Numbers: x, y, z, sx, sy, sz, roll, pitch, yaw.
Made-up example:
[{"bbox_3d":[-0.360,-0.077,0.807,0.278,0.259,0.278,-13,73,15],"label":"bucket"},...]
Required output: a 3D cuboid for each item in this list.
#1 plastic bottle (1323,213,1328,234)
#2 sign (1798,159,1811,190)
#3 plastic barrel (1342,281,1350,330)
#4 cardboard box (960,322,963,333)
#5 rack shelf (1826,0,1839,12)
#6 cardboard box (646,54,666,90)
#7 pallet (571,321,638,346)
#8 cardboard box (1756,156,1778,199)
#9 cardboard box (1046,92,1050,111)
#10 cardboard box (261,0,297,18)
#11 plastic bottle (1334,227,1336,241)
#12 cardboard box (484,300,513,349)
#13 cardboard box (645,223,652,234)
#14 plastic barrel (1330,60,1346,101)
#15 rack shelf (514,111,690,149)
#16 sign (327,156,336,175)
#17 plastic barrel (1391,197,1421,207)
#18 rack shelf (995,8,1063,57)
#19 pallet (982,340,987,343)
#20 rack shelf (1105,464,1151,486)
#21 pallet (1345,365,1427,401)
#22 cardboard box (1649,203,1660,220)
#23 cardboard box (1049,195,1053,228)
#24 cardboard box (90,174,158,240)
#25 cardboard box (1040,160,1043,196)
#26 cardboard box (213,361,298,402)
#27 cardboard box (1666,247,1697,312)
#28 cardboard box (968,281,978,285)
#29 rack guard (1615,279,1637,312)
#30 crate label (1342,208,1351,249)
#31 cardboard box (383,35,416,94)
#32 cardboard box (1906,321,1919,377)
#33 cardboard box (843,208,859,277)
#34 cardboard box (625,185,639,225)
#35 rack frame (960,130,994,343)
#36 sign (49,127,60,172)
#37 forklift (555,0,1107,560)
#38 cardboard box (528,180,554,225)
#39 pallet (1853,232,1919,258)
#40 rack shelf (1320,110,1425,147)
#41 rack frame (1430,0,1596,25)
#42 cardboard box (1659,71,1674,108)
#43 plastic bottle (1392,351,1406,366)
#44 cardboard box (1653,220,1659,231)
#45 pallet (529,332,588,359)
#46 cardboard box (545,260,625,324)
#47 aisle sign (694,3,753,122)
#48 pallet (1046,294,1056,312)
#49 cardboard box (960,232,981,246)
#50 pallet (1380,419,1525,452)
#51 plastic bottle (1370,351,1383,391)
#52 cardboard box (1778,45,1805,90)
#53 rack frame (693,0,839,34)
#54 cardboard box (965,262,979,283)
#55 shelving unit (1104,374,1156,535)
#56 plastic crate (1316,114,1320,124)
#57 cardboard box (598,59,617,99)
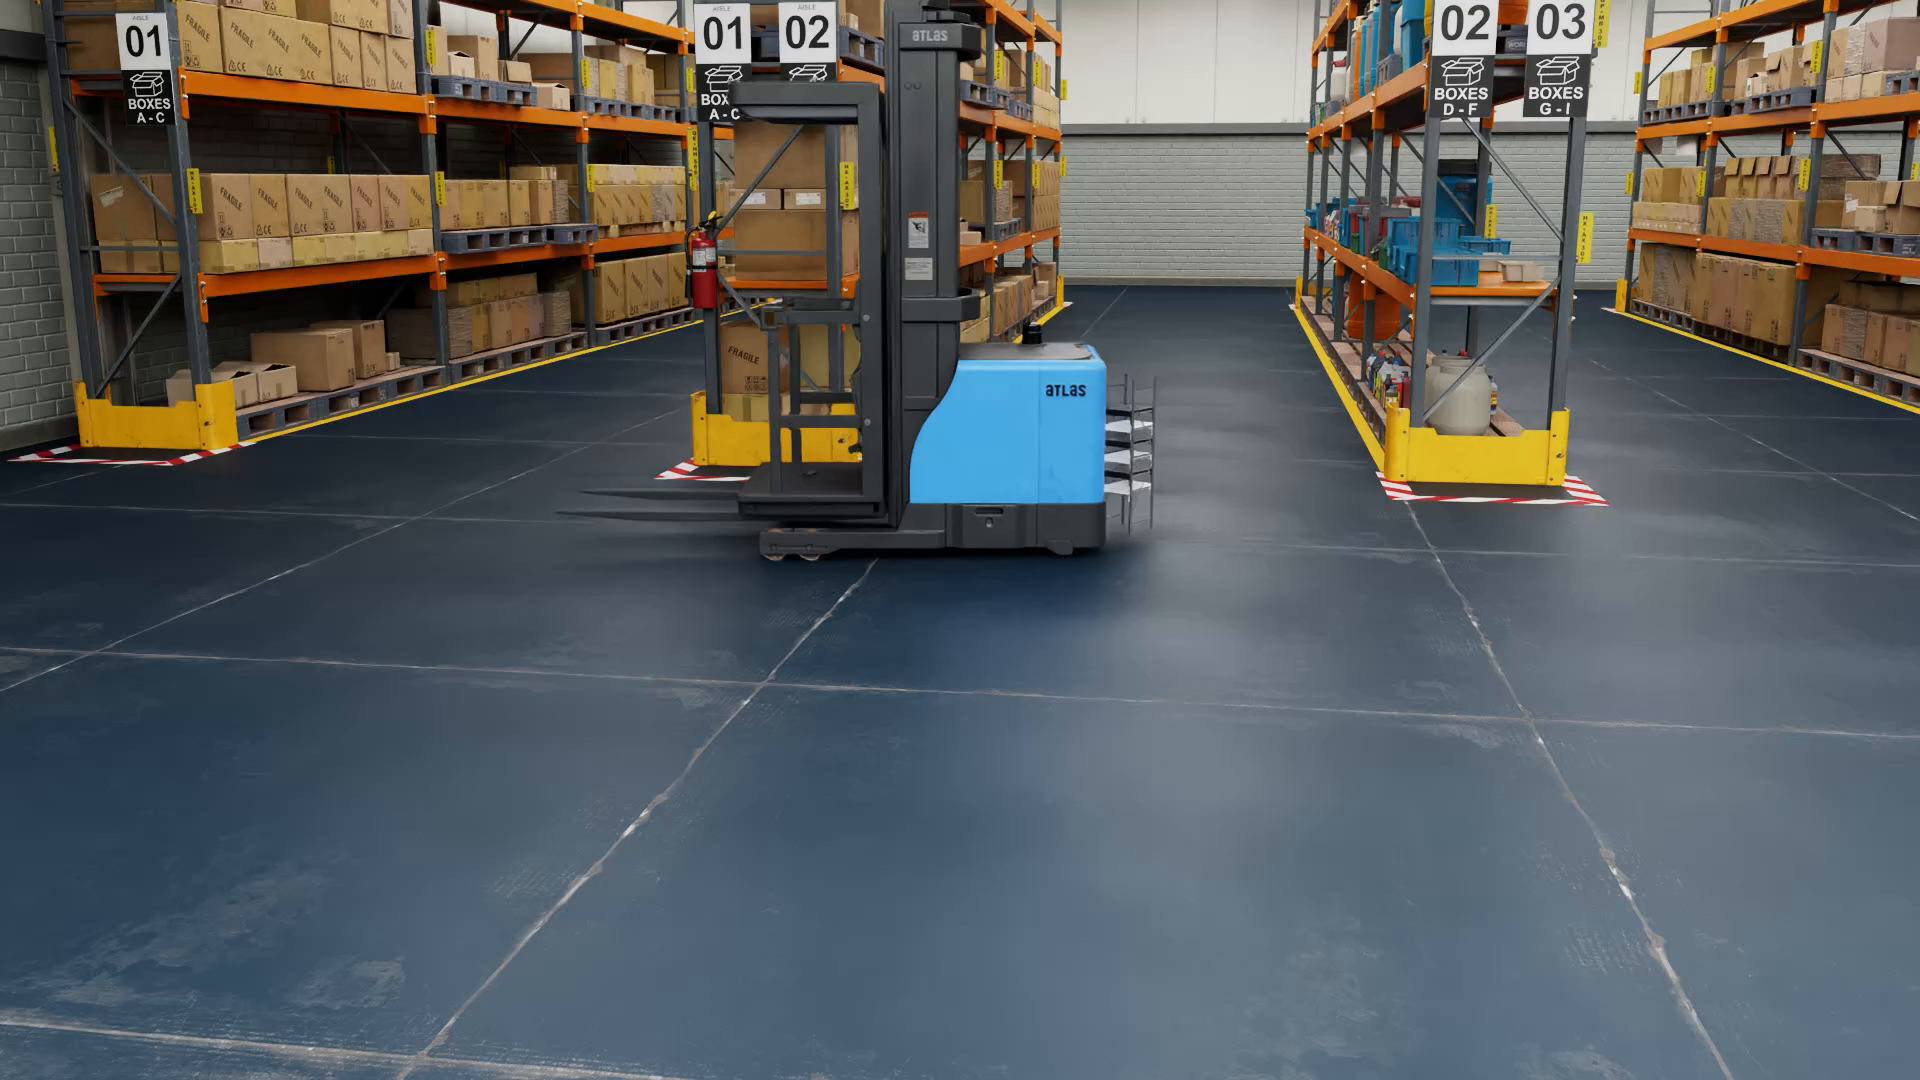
[{"bbox_3d":[4.926,-4.247,22.358,0.061,0.283,0.133,2,12,9],"label":"plastic bottle"},{"bbox_3d":[9.134,-3.957,17.986,0.100,0.325,0.005,2,12,9],"label":"sign"},{"bbox_3d":[5.021,-2.898,20.548,0.600,0.588,0.708,2,12,9],"label":"plastic barrel"},{"bbox_3d":[-0.250,-2.288,17.188,0.500,0.311,0.500,1,12,7],"label":"cardboard box"},{"bbox_3d":[9.375,-5.343,15.582,1.077,0.370,4.000,2,12,9],"label":"rack shelf"},{"bbox_3d":[-4.508,-6.855,24.401,0.500,0.500,0.500,2,12,8],"label":"cardboard box"},{"bbox_3d":[-4.805,-2.654,21.306,1.003,0.211,1.213,2,12,9],"label":"pallet"},{"bbox_3d":[10.011,-4.340,19.893,0.797,0.503,0.637,2,12,10],"label":"cardboard box"},{"bbox_3d":[1.071,-6.571,24.911,0.500,0.250,0.500,2,12,9],"label":"cardboard box"},{"bbox_3d":[-5.737,-4.486,13.410,0.500,0.500,0.500,2,12,10],"label":"cardboard box"},{"bbox_3d":[4.591,-3.728,20.144,0.097,0.201,0.097,0,12,0],"label":"plastic bottle"},{"bbox_3d":[-5.370,-2.383,18.322,0.700,0.500,0.500,2,12,9],"label":"cardboard box"},{"bbox_3d":[-4.396,-4.232,22.560,0.380,0.149,0.250,2,12,7],"label":"cardboard box"},{"bbox_3d":[5.075,-6.003,21.791,0.433,0.535,0.433,0,12,0],"label":"plastic barrel"},{"bbox_3d":[-4.693,-5.386,21.953,1.077,0.370,4.000,2,12,9],"label":"rack shelf"},{"bbox_3d":[-6.164,-3.606,16.356,0.100,0.325,0.005,2,12,9],"label":"sign"},{"bbox_3d":[5.017,-3.494,18.264,0.600,0.536,0.708,2,12,9],"label":"plastic barrel"},{"bbox_3d":[0.818,-7.524,24.760,1.077,0.370,4.000,2,12,9],"label":"rack shelf"},{"bbox_3d":[-0.270,-2.162,19.025,1.003,0.211,1.213,2,12,9],"label":"pallet"},{"bbox_3d":[0.977,-0.379,9.703,0.200,0.077,0.258,10,16,39],"label":"rack shelf"},{"bbox_3d":[4.256,-1.503,15.967,1.003,0.211,1.213,2,12,9],"label":"pallet"},{"bbox_3d":[10.418,-4.807,24.328,0.500,0.250,0.500,1,12,7],"label":"cardboard box"},{"bbox_3d":[1.167,-5.096,25.781,0.500,0.500,0.500,2,12,9],"label":"cardboard box"},{"bbox_3d":[-6.368,-2.598,12.956,0.500,0.500,0.500,2,12,8],"label":"cardboard box"},{"bbox_3d":[0.940,-5.262,24.180,0.500,0.500,0.500,1,12,7],"label":"cardboard box"},{"bbox_3d":[-5.948,-1.350,13.977,0.500,0.311,0.500,3,13,13],"label":"cardboard box"},{"bbox_3d":[10.617,-3.695,23.566,0.875,0.875,0.875,2,12,9],"label":"cardboard box"},{"bbox_3d":[-0.039,-3.108,21.684,0.500,0.500,0.500,1,12,7],"label":"cardboard box"},{"bbox_3d":[10.917,-3.822,26.042,1.175,0.500,0.348,2,12,9],"label":"rack guard"},{"bbox_3d":[4.369,-3.353,17.849,0.502,0.435,0.616,2,12,9],"label":"crate label"},{"bbox_3d":[-5.449,-4.434,15.542,0.500,0.500,0.500,2,12,10],"label":"cardboard box"},{"bbox_3d":[9.275,-1.760,15.429,0.700,0.500,0.500,2,12,8],"label":"cardboard box"},{"bbox_3d":[-1.175,-2.285,12.740,0.700,0.500,0.500,2,12,10],"label":"cardboard box"},{"bbox_3d":[-4.506,-4.364,21.632,0.500,0.500,0.500,2,12,8],"label":"cardboard box"},{"bbox_3d":[-0.105,-3.695,19.521,1.000,3.000,0.127,2,12,9],"label":"rack frame"},{"bbox_3d":[-6.776,-2.932,12.482,0.100,0.325,0.005,2,12,9],"label":"sign"},{"bbox_3d":[-0.716,-1.435,9.197,3.031,2.935,1.130,0,12,1],"label":"forklift"},{"bbox_3d":[-5.122,-3.904,19.205,0.700,0.500,0.500,1,12,3],"label":"cardboard box"},{"bbox_3d":[9.419,-2.866,16.130,1.003,0.211,1.213,2,12,9],"label":"pallet"},{"bbox_3d":[5.096,-5.065,20.464,1.077,0.370,4.000,2,12,9],"label":"rack shelf"},{"bbox_3d":[3.559,-4.801,10.413,1.000,3.000,0.127,2,12,9],"label":"rack frame"},{"bbox_3d":[10.681,-6.585,24.338,0.700,0.500,0.500,1,12,7],"label":"cardboard box"},{"bbox_3d":[3.782,-1.462,14.402,0.144,0.351,0.185,2,12,9],"label":"plastic bottle"},{"bbox_3d":[10.337,-4.585,24.246,0.380,0.149,0.250,2,12,8],"label":"cardboard box"},{"bbox_3d":[-5.122,-2.329,19.801,1.003,0.211,1.213,2,12,9],"label":"pallet"},{"bbox_3d":[-4.758,-3.158,21.135,0.750,0.750,0.750,2,12,8],"label":"cardboard box"},{"bbox_3d":[-1.636,-3.297,11.500,0.394,0.787,0.004,2,12,9],"label":"aisle sign"},{"bbox_3d":[0.992,-3.816,26.698,1.003,0.211,1.213,2,12,9],"label":"pallet"},{"bbox_3d":[0.030,-3.376,18.637,0.380,0.149,0.250,2,12,9],"label":"cardboard box"},{"bbox_3d":[3.654,-0.692,12.203,1.003,0.211,1.213,2,12,9],"label":"pallet"},{"bbox_3d":[3.640,-1.467,14.424,0.144,0.351,0.185,2,12,10],"label":"plastic bottle"},{"bbox_3d":[9.751,-5.406,19.104,0.500,0.500,0.500,3,12,12],"label":"cardboard box"},{"bbox_3d":[-1.335,-4.963,11.161,1.000,3.000,0.127,2,12,9],"label":"rack frame"},{"bbox_3d":[-0.035,-3.482,21.641,0.500,0.250,0.500,2,12,8],"label":"cardboard box"},{"bbox_3d":[0.977,-0.500,9.677,0.210,0.900,0.258,10,16,39],"label":"shelving unit"},{"bbox_3d":[5.224,-5.981,23.633,0.293,0.136,0.466,2,12,9],"label":"plastic crate"},{"bbox_3d":[-4.855,-5.915,21.418,0.700,0.500,0.500,3,12,12],"label":"cardboard box"}]
